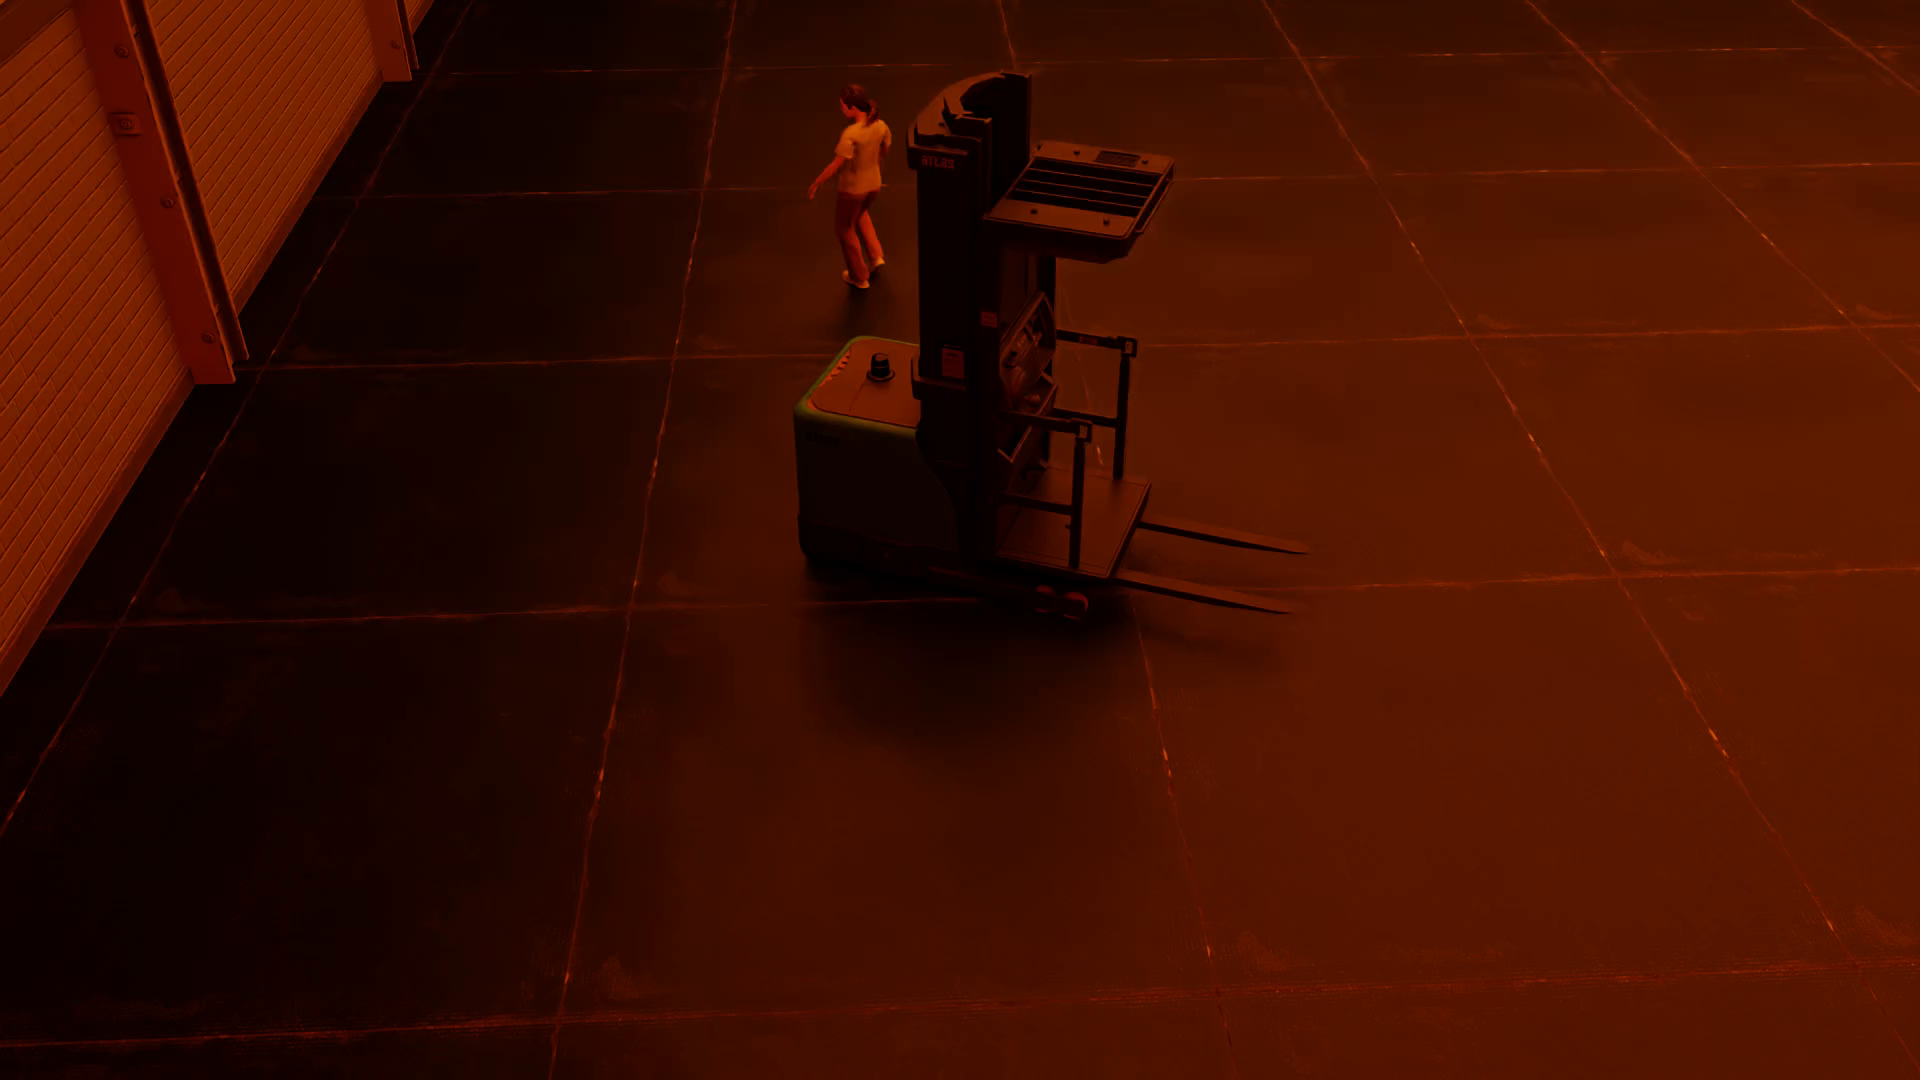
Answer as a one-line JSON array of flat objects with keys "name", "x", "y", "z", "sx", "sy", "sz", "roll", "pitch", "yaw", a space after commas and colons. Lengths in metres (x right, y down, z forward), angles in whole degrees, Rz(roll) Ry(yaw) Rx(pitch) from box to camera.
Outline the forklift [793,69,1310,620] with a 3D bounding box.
[{"name": "forklift", "x": 0.576, "y": -1.066, "z": 9.474, "sx": 3.031, "sy": 2.935, "sz": 1.130, "roll": 12, "pitch": 38, "yaw": 15}]

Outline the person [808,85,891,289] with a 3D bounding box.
[{"name": "person", "x": -0.836, "y": -2.715, "z": 12.840, "sx": 0.734, "sy": 1.665, "sz": 0.480, "roll": -28, "pitch": 45, "yaw": -33}]
